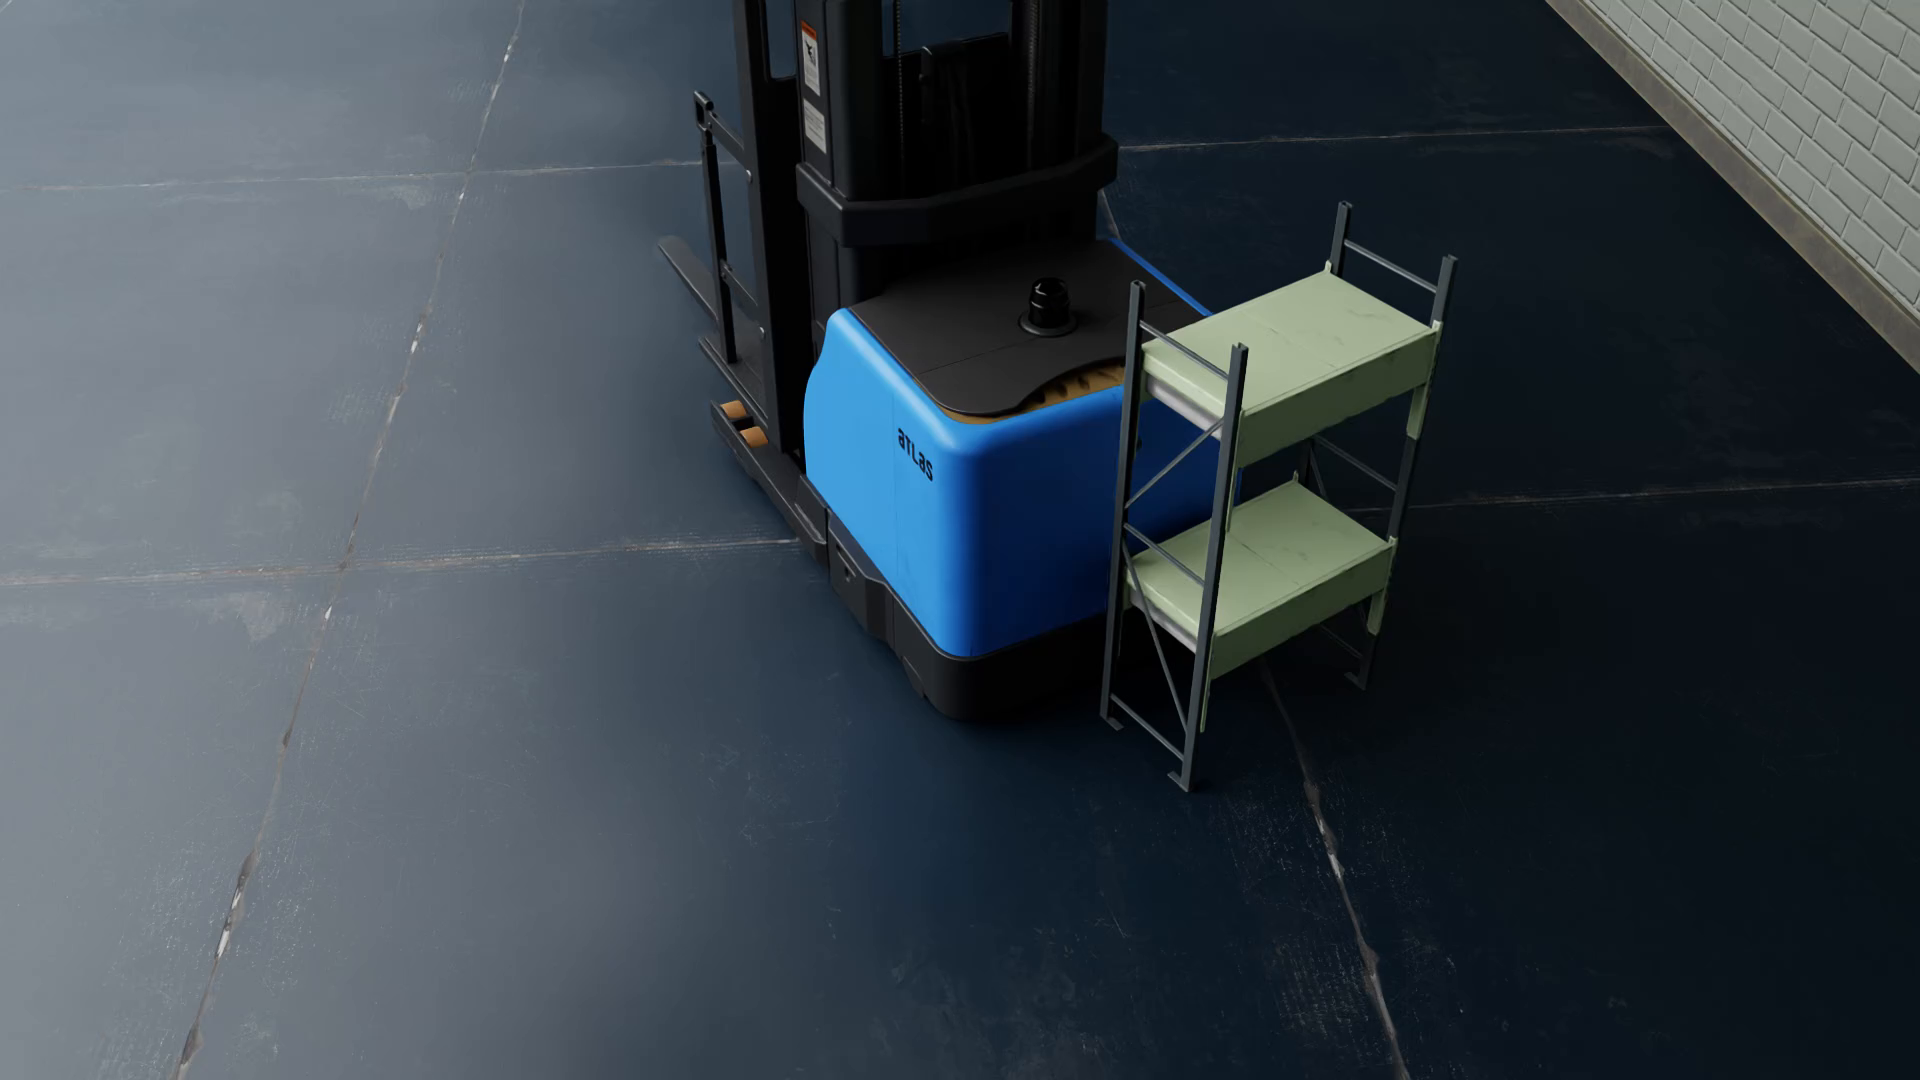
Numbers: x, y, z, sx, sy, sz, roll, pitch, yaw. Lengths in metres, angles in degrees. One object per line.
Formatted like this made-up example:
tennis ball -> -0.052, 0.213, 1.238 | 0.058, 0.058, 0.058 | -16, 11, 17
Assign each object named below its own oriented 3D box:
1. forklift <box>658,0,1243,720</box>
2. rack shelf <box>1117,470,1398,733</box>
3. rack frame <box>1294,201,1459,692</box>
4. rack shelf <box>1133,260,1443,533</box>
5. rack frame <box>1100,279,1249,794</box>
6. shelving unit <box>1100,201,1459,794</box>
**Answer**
forklift -> -0.269, -1.515, 5.303 | 1.130, 2.935, 3.031 | -18, 42, -22
rack shelf -> 0.849, 0.166, 4.856 | 0.720, 0.370, 0.431 | -24, 44, -27
rack frame -> 1.146, -0.223, 4.822 | 0.023, 1.500, 0.400 | -24, 44, -27
rack shelf -> 0.849, -0.397, 4.412 | 0.720, 0.370, 0.431 | -24, 44, -27
rack frame -> 0.552, 0.042, 4.486 | 0.023, 1.500, 0.400 | -24, 44, -27
shelving unit -> 0.849, -0.090, 4.654 | 0.755, 1.500, 0.431 | -24, 44, -27
